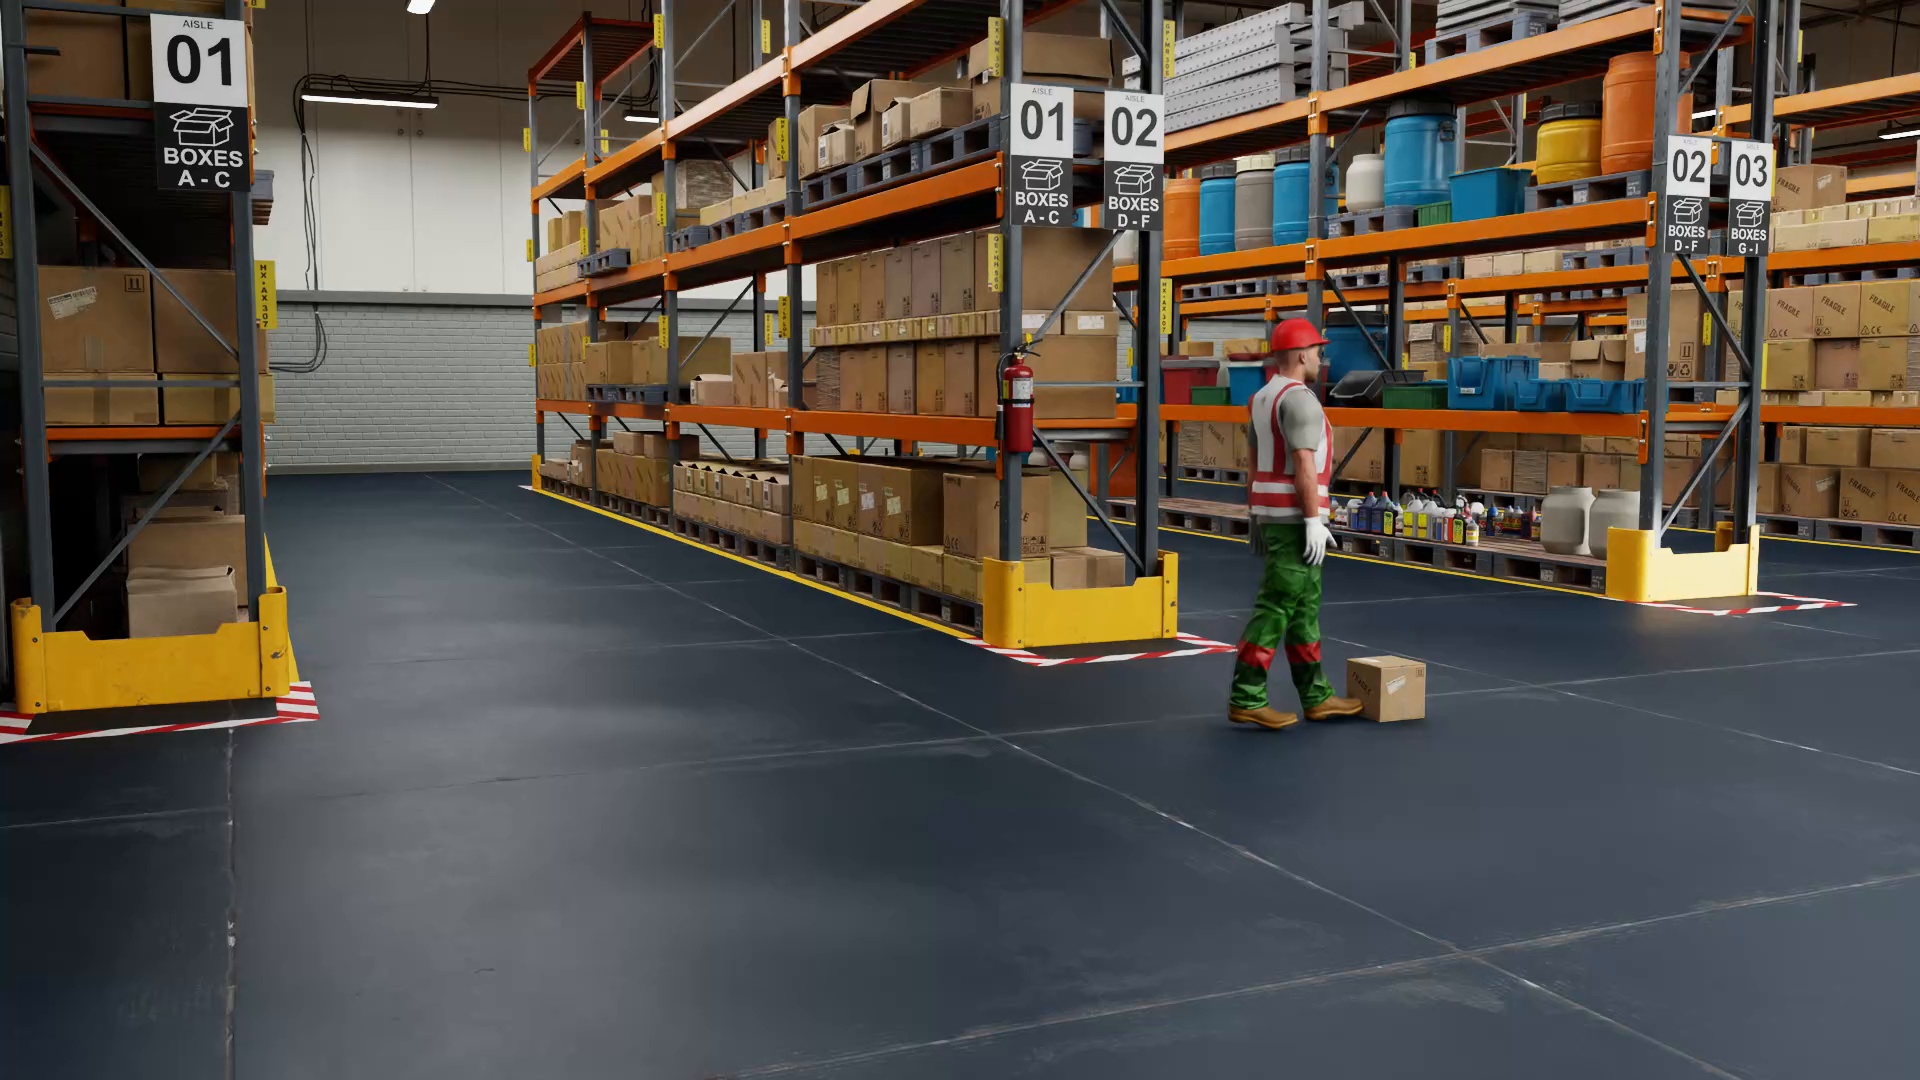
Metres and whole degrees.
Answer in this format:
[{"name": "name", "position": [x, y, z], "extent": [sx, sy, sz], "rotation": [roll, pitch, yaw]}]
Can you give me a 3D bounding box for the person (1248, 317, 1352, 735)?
[{"name": "person", "position": [1.521, -0.076, 7.326], "extent": [0.609, 1.796, 0.558], "rotation": [-1, 5, -13]}]
